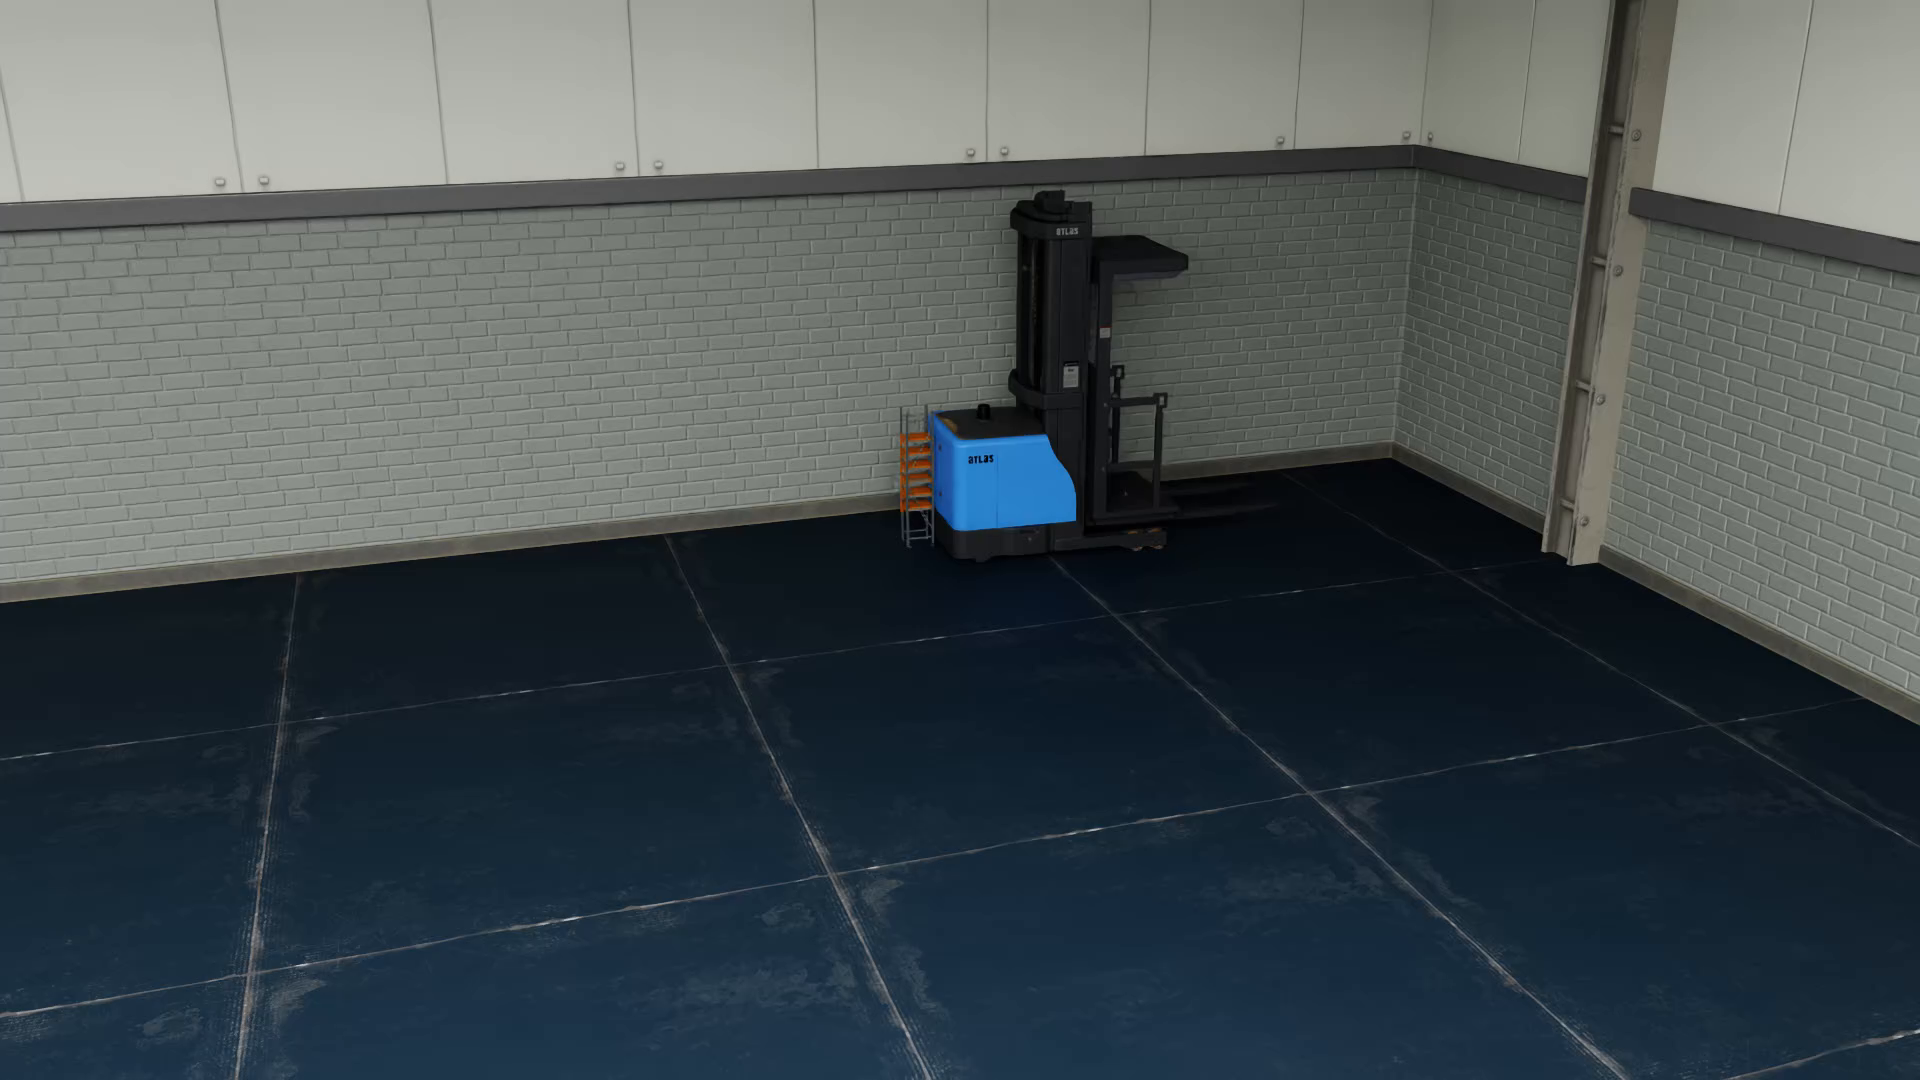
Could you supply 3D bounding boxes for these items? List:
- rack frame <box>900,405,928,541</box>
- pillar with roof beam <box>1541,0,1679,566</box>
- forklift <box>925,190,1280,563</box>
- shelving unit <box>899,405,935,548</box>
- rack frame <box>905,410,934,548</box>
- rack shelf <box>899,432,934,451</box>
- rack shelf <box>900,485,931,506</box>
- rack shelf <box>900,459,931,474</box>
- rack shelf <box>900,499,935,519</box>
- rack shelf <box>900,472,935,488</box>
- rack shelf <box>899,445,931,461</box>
[{"bbox_3d":[-0.391,-0.566,14.216,0.240,1.200,0.006,-6,21,-16],"label":"rack frame"},{"bbox_3d":[1.069,-3.643,11.246,9.100,9.000,0.400,-6,21,-17],"label":"pillar with roof beam"},{"bbox_3d":[1.273,-1.454,14.127,3.031,2.935,1.130,-5,20,-15],"label":"forklift"},{"bbox_3d":[-0.365,-0.536,14.134,0.258,1.200,0.189,-6,21,-16],"label":"shelving unit"},{"bbox_3d":[-0.338,-0.506,14.051,0.240,1.200,0.006,-6,21,-16],"label":"rack frame"},{"bbox_3d":[-0.365,-0.833,14.027,0.258,0.103,0.180,-6,21,-16],"label":"rack shelf"},{"bbox_3d":[-0.365,-0.381,14.189,0.258,0.103,0.180,-6,21,-16],"label":"rack shelf"},{"bbox_3d":[-0.365,-0.607,14.108,0.258,0.103,0.180,-6,21,-16],"label":"rack shelf"},{"bbox_3d":[-0.365,-0.268,14.230,0.258,0.103,0.180,-6,21,-16],"label":"rack shelf"},{"bbox_3d":[-0.365,-0.494,14.149,0.258,0.103,0.180,-6,21,-16],"label":"rack shelf"},{"bbox_3d":[-0.365,-0.720,14.068,0.258,0.103,0.180,-6,21,-16],"label":"rack shelf"}]
